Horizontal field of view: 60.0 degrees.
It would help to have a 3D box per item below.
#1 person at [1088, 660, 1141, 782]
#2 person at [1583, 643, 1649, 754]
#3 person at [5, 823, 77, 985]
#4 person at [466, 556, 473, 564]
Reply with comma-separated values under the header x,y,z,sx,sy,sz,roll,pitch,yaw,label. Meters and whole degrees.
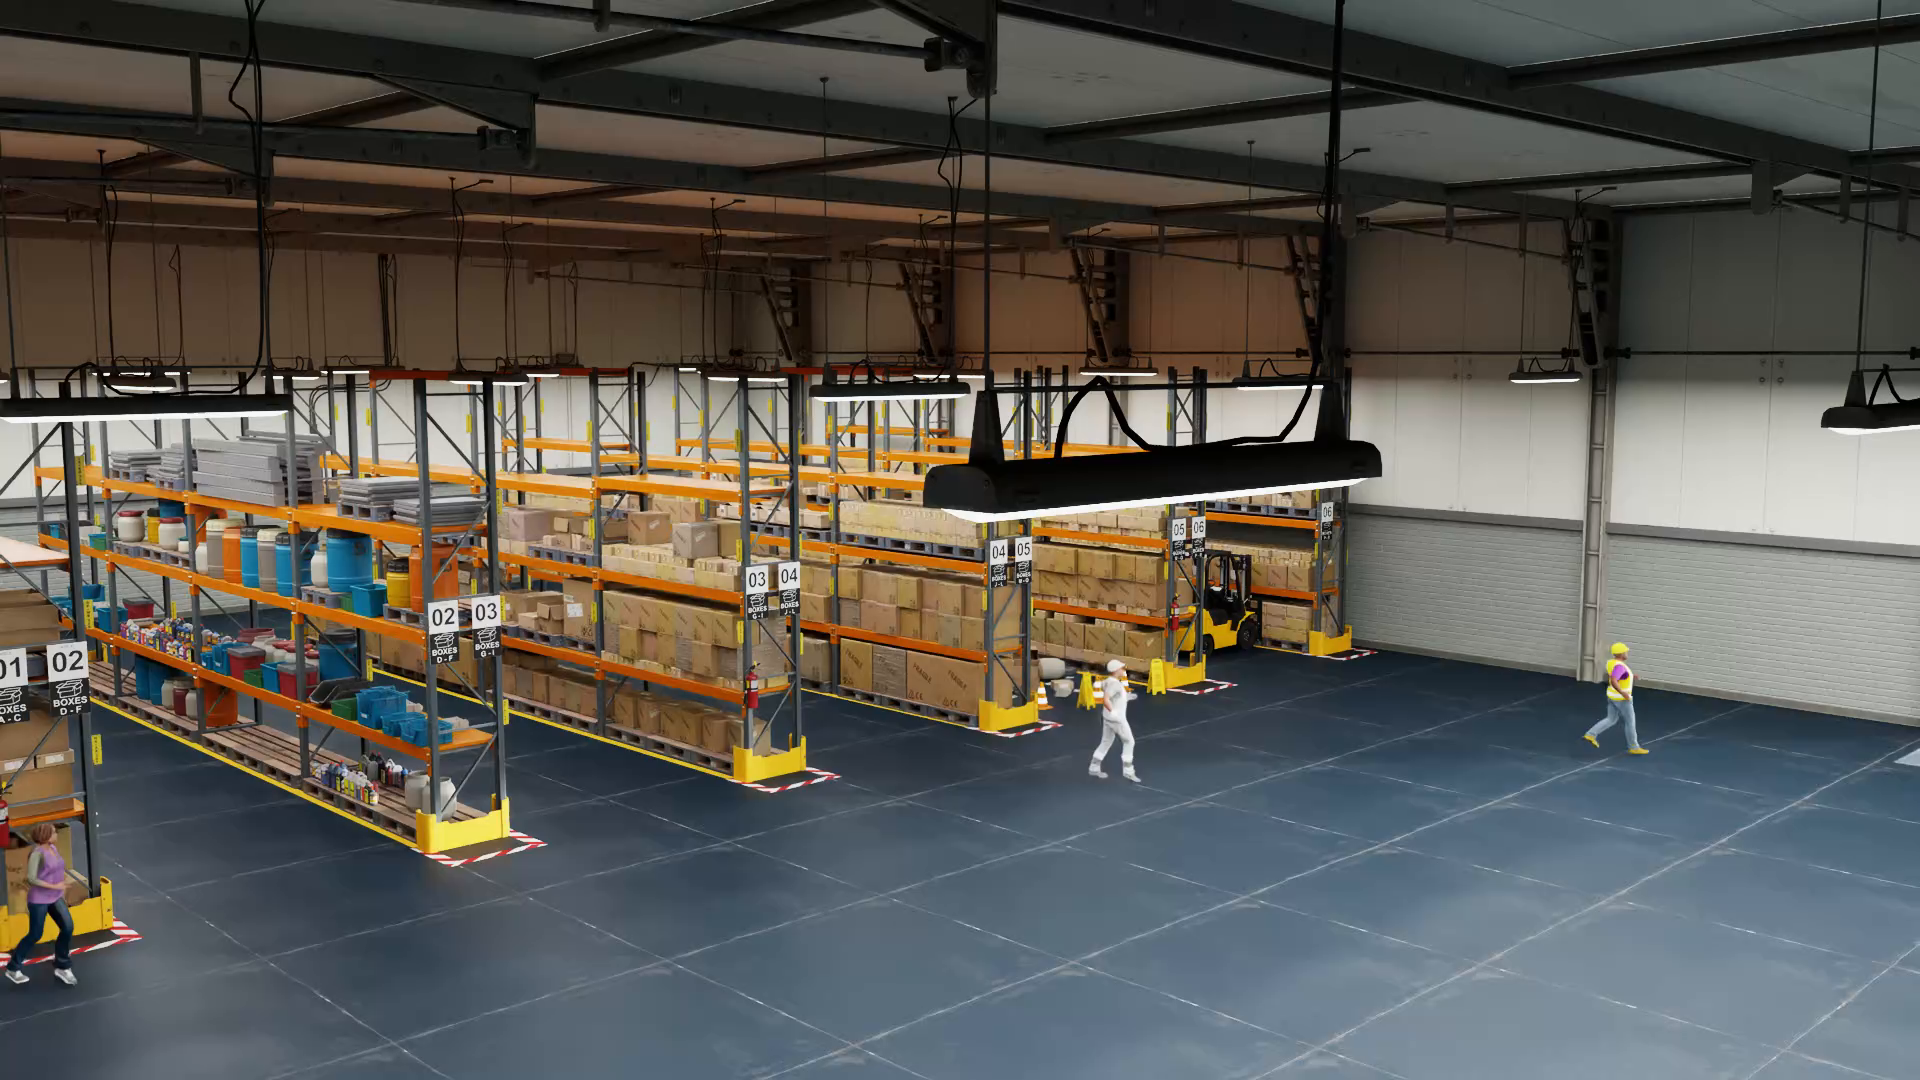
x,y,z,sx,sy,sz,roll,pitch,yaw,label
2.276,2.668,24.475,0.776,1.834,0.662,-2,7,-15,person
10.359,2.484,26.148,0.990,1.747,0.706,0,6,-2,person
-9.222,3.655,16.776,0.671,1.617,0.603,0,6,1,person
-11.139,1.212,37.883,0.714,1.710,0.539,-3,7,-28,person
